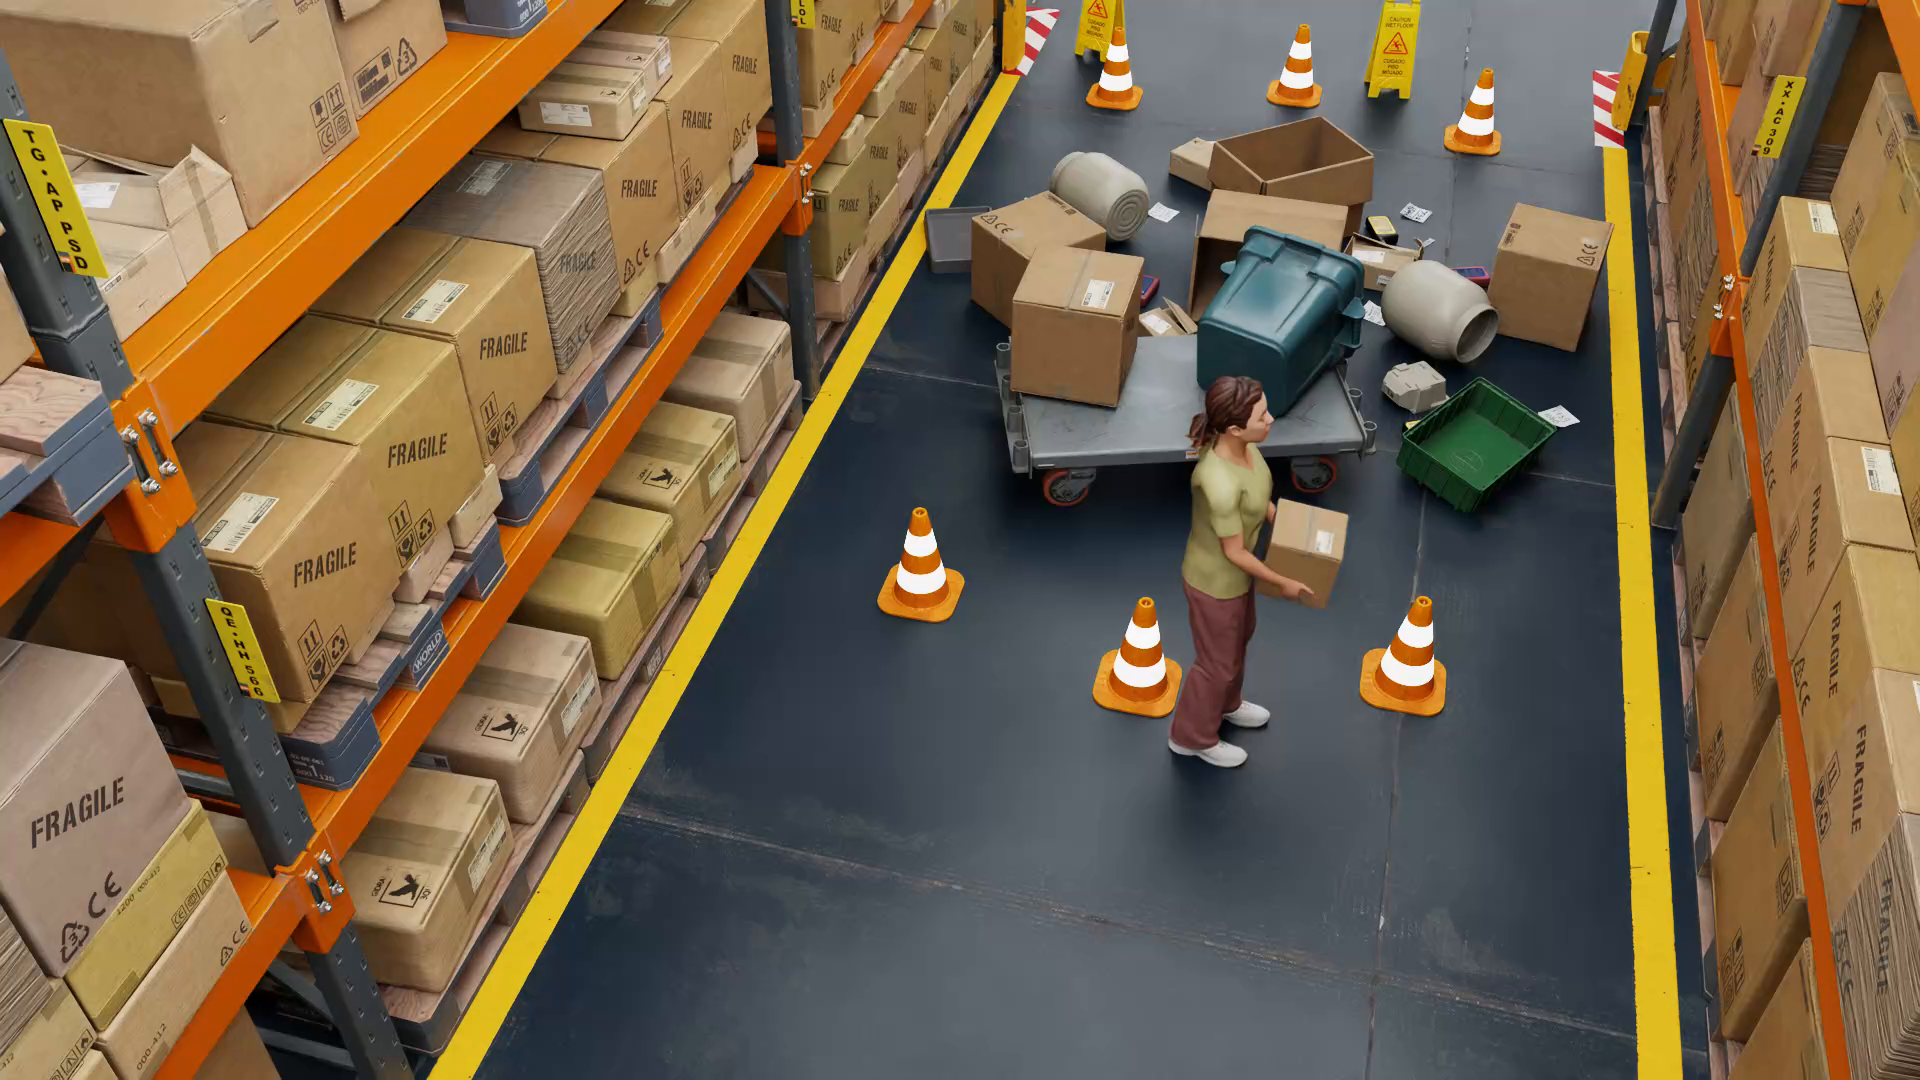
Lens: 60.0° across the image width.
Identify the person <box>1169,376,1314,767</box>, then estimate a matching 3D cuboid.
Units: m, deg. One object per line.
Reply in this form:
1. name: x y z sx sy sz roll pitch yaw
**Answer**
1. person: 1.020 0.123 6.018 0.523 1.672 0.452 10 42 11
